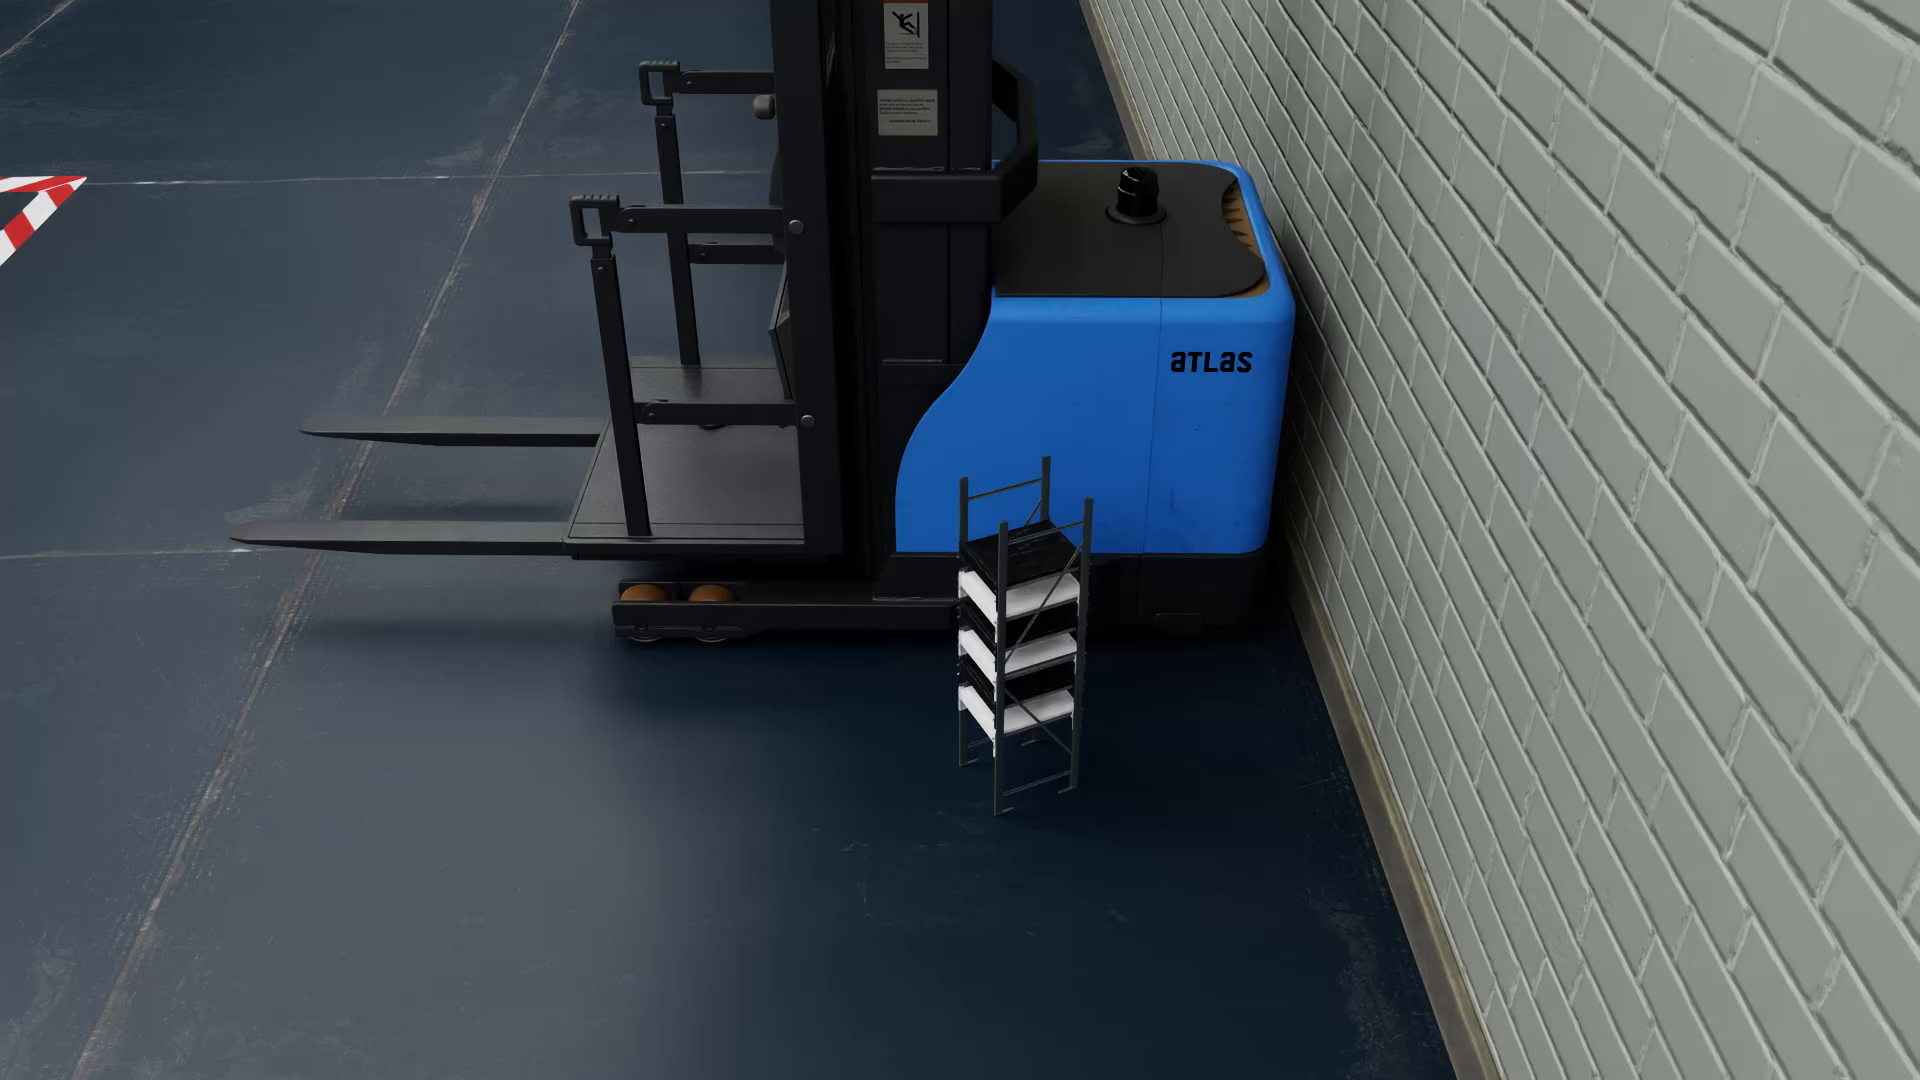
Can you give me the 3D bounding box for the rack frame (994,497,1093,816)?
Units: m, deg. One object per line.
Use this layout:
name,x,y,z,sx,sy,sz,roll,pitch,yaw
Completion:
rack frame,0.196,0.302,4.023,0.240,0.900,0.006,-15,38,-21

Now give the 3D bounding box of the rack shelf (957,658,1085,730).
rack shelf,0.152,0.351,4.168,0.258,0.077,0.200,-15,38,-21

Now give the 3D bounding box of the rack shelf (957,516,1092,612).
rack shelf,0.152,0.055,3.964,0.258,0.077,0.200,-15,38,-21

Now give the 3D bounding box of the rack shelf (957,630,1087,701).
rack shelf,0.152,0.277,4.117,0.258,0.077,0.200,-15,38,-21

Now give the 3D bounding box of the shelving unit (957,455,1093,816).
shelving unit,0.152,0.250,4.098,0.258,0.900,0.210,-15,38,-21

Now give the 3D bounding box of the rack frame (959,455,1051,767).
rack frame,0.107,0.198,4.173,0.240,0.900,0.006,-15,38,-21

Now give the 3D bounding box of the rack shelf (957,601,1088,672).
rack shelf,0.152,0.203,4.066,0.258,0.077,0.200,-15,38,-21

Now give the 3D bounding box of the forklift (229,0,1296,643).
forklift,-0.626,-1.209,4.422,3.031,2.935,1.130,0,35,1

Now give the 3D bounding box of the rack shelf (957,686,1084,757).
rack shelf,0.152,0.425,4.220,0.258,0.077,0.200,-15,38,-21

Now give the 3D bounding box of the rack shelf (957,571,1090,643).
rack shelf,0.152,0.129,4.015,0.258,0.077,0.200,-15,38,-21
